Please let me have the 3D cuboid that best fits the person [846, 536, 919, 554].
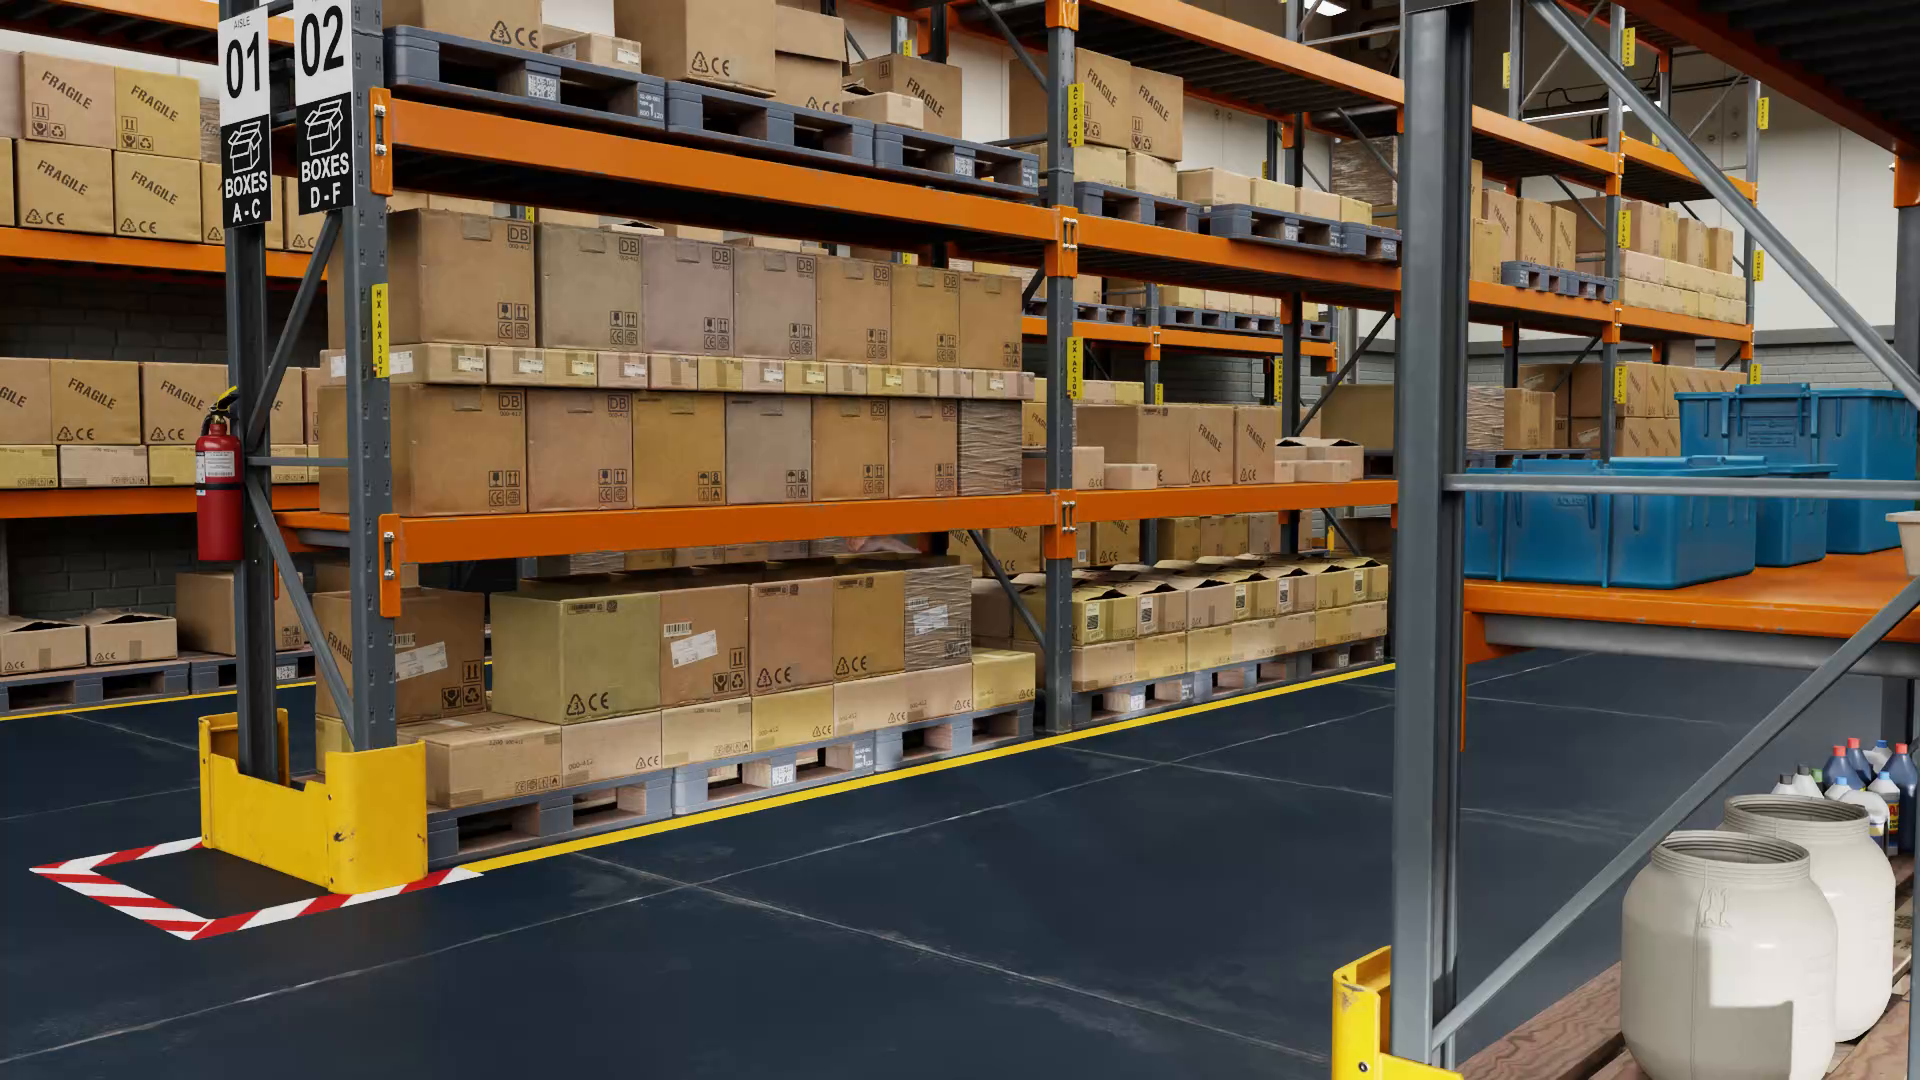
[{"bbox_3d":[-0.563,0.361,13.386,0.896,0.889,0.599,3,5,41],"label":"person"}]
